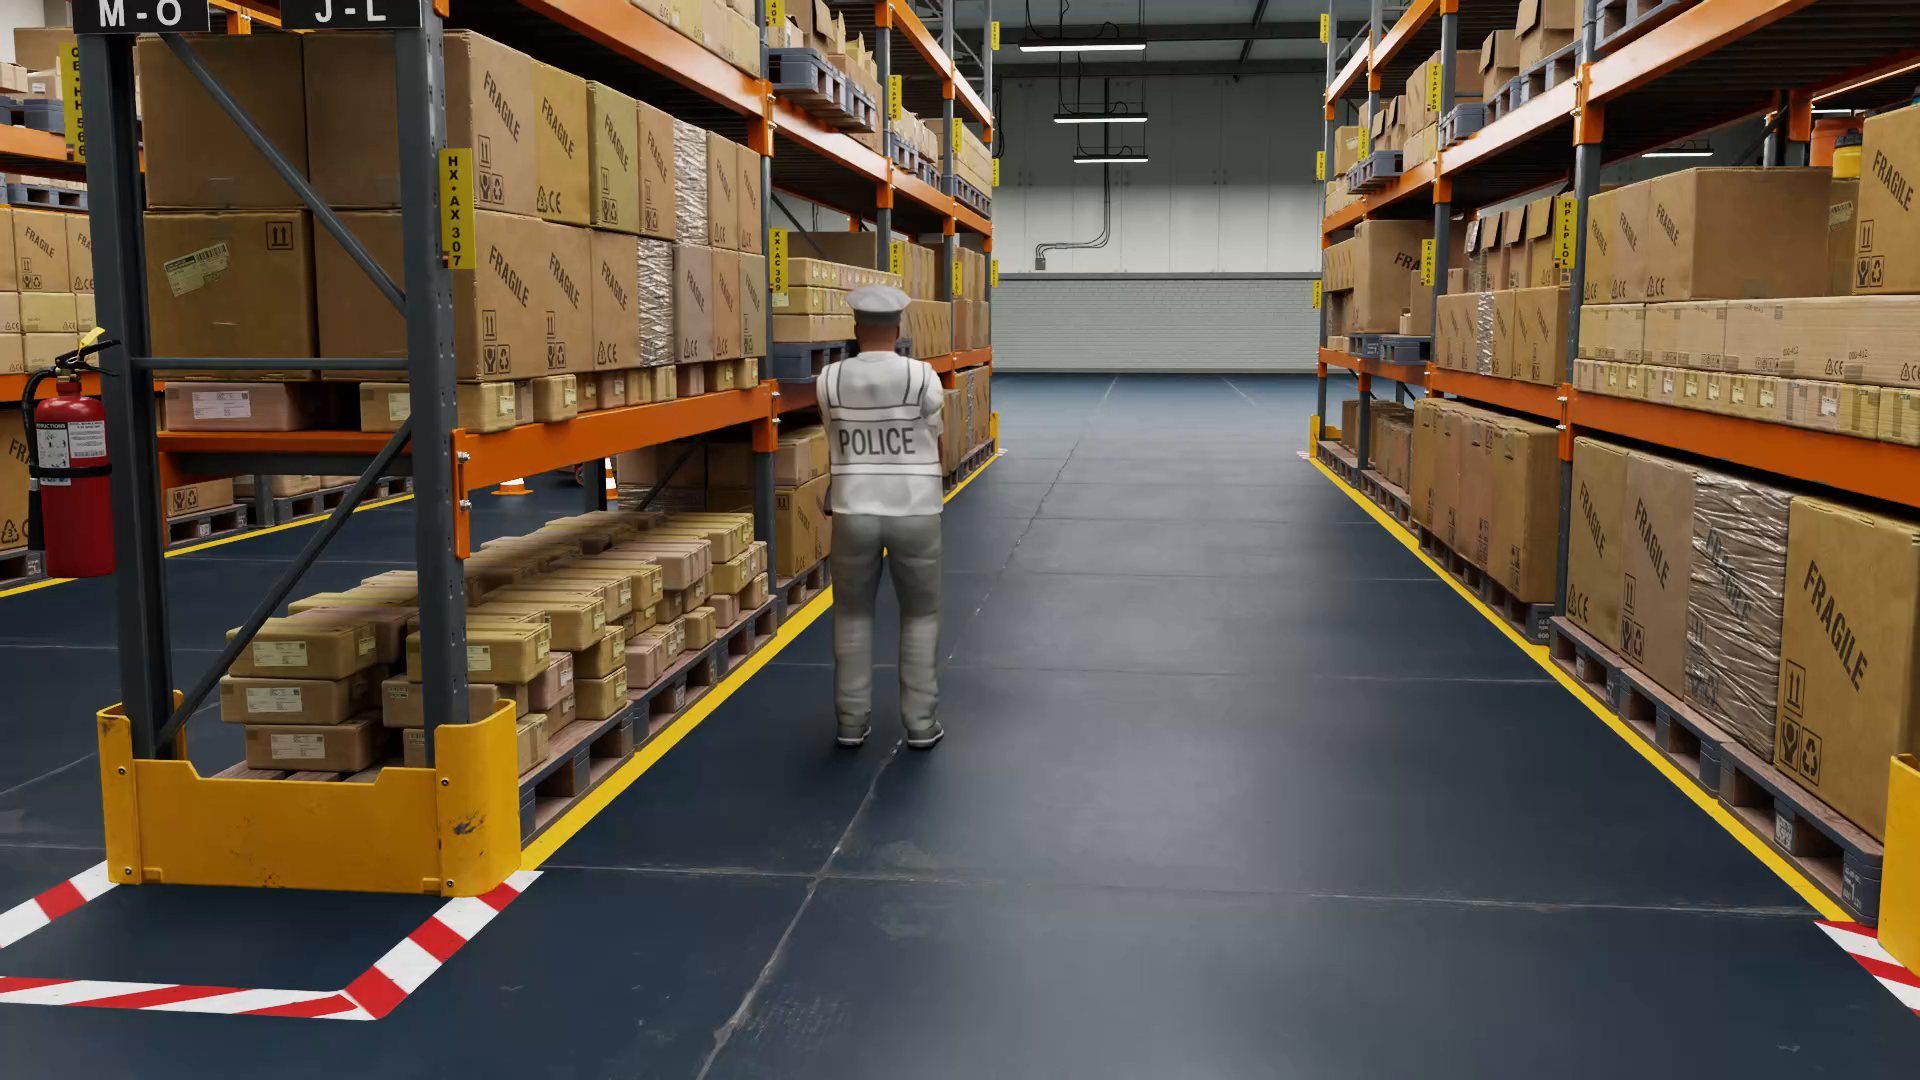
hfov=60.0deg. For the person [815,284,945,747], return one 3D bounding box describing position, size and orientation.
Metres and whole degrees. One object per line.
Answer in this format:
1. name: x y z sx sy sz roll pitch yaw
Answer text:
1. person: -0.294 -0.098 6.448 0.490 1.771 0.566 1 8 5
